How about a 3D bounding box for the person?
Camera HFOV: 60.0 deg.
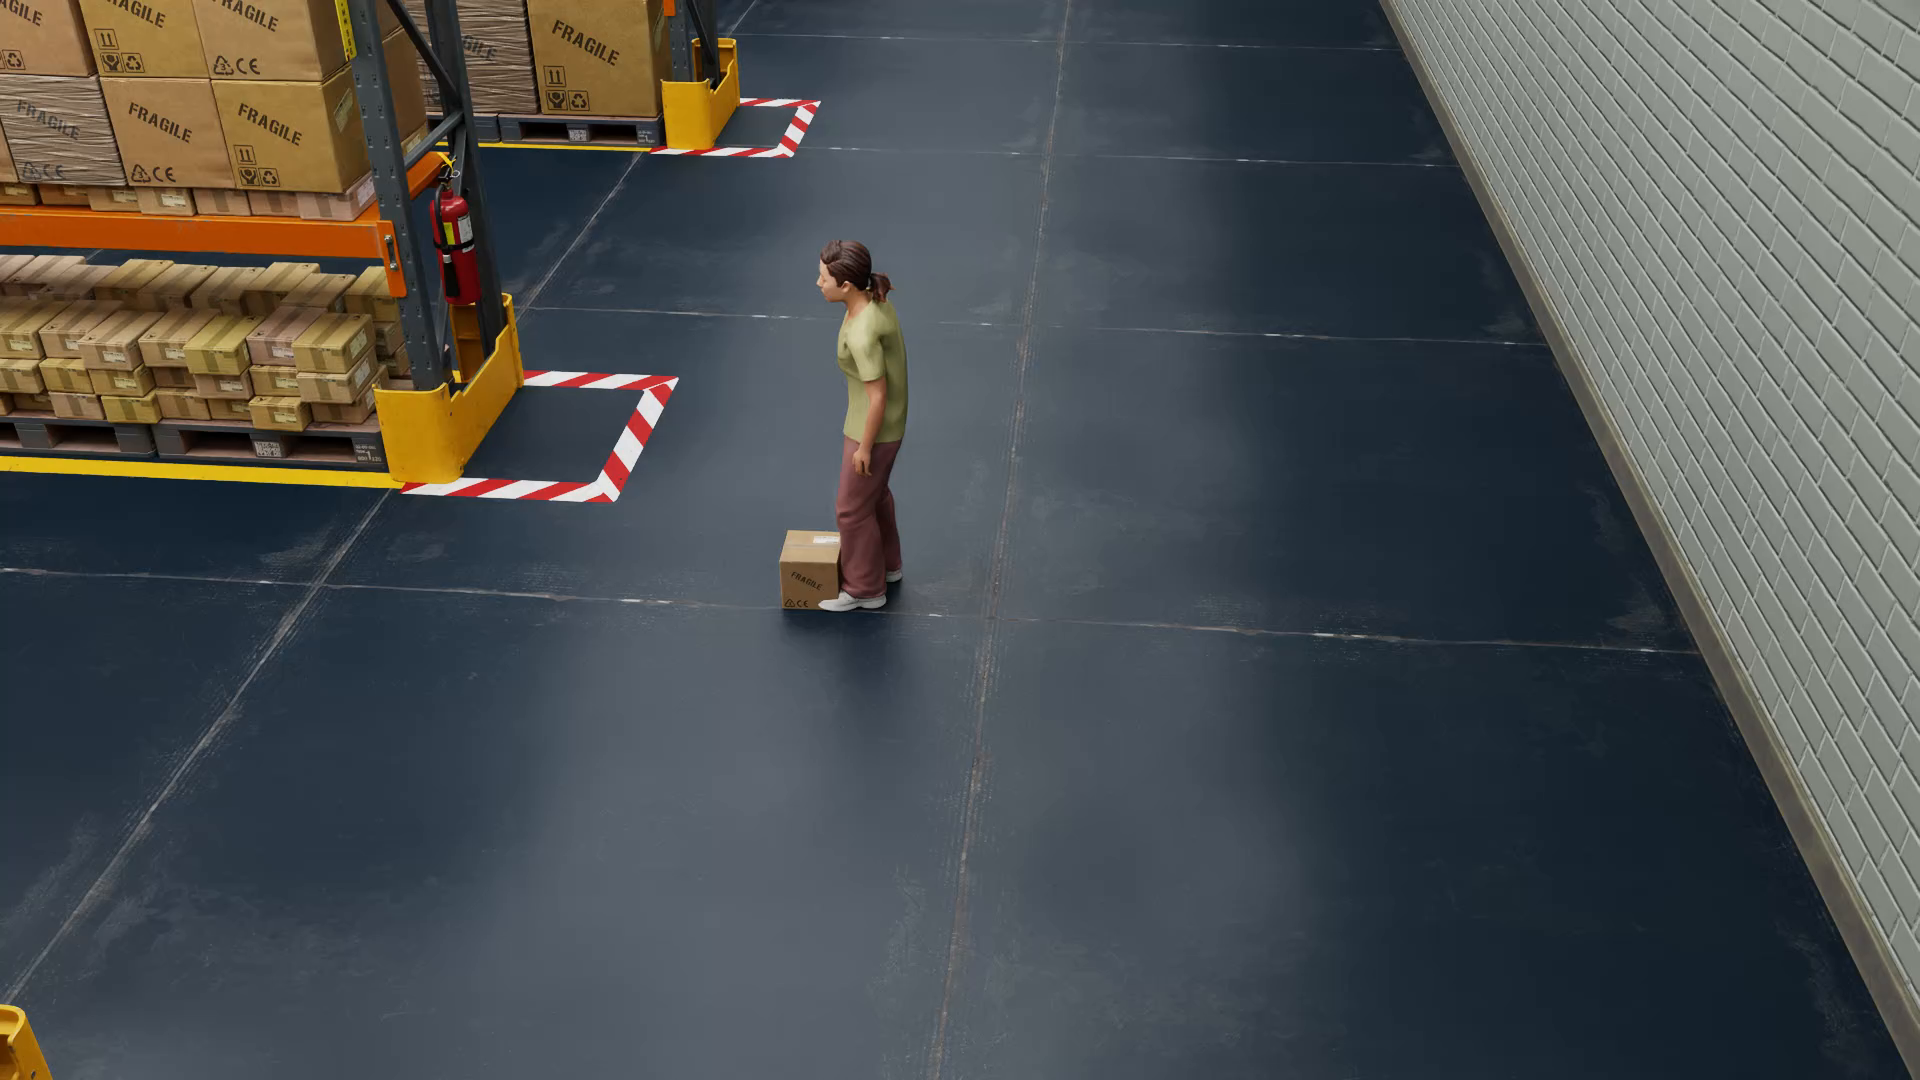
[{"bbox_3d":[-0.419,-0.461,6.874,0.416,1.671,0.520,1,32,1],"label":"person"}]
